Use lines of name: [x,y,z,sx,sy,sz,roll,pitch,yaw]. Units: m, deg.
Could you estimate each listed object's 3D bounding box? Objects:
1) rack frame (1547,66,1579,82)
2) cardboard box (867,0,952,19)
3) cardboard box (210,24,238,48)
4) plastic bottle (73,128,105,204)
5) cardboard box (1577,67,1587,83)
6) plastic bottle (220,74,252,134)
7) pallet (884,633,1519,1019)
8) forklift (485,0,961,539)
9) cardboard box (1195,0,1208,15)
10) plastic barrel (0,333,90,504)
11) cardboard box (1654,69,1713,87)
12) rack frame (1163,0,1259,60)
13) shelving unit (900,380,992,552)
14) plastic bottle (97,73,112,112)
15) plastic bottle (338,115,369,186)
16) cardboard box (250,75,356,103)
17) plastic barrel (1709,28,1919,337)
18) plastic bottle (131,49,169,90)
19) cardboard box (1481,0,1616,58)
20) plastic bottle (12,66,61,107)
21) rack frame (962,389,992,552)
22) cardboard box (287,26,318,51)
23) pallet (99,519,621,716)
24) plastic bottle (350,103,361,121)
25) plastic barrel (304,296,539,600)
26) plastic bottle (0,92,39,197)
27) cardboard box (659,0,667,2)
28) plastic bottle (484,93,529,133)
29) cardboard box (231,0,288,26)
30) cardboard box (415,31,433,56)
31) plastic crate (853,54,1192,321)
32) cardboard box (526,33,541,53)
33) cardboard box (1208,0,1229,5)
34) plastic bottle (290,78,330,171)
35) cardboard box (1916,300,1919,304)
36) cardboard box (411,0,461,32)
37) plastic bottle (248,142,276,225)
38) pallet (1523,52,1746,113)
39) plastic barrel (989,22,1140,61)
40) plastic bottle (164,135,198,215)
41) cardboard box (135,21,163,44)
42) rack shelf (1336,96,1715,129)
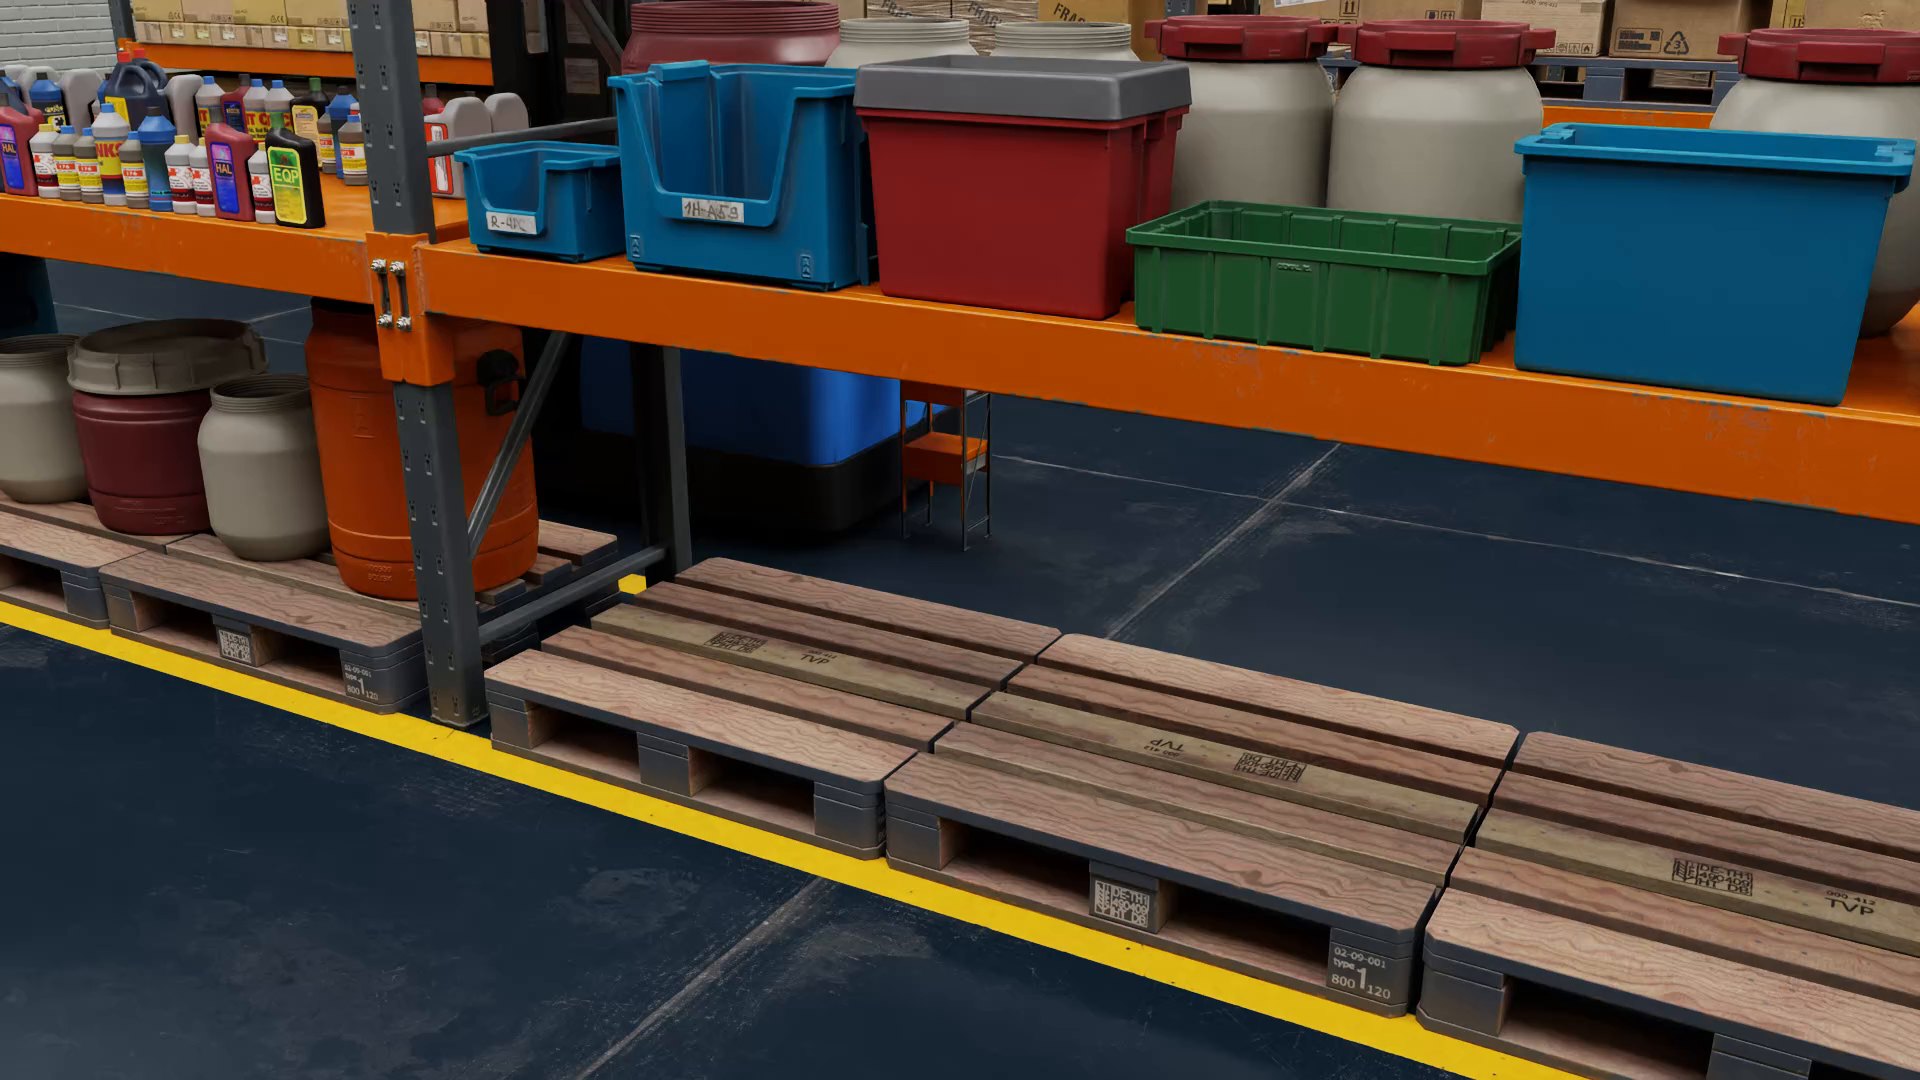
rack frame: [6.114,-5.481,16.576,0.127,3.000,1.000,11,23,27]
cardboard box: [-0.158,-2.756,8.917,0.500,0.500,0.500,10,22,26]
cardboard box: [-4.878,-3.458,11.367,0.250,0.149,0.380,10,22,26]
plastic bottle: [-2.414,-1.047,4.644,0.097,0.201,0.097,0,20,0]
cardboard box: [8.057,-5.988,21.023,0.500,0.500,0.500,12,23,29]
plastic bottle: [-2.342,-1.375,5.429,0.133,0.283,0.061,11,23,27]
pallet: [0.583,0.598,3.906,1.213,0.211,1.003,11,23,27]
forklift: [-1.542,-1.718,6.303,3.031,2.935,1.130,10,22,26]
cardboard box: [0.989,-2.739,8.872,0.500,0.500,0.500,12,23,29]
plastic barrel: [-3.093,-0.415,5.644,0.421,0.512,0.421,0,20,0]
cardboard box: [9.069,-5.932,20.687,0.625,0.625,0.875,12,23,29]
rack frame: [1.281,-2.531,8.443,0.127,3.000,1.000,11,23,27]
shelving unit: [-0.047,-0.502,5.711,0.252,1.050,0.215,11,23,27]
plastic bottle: [-2.845,-1.435,5.610,0.097,0.271,0.097,0,20,0]
plastic bottle: [-1.804,-1.168,4.976,0.097,0.201,0.097,0,20,0]
cardboard box: [-4.311,-2.826,11.756,0.875,0.875,0.875,11,23,27]
plastic barrel: [1.629,-0.679,3.139,0.433,0.535,0.433,0,20,0]
plastic bottle: [-2.703,-1.460,5.562,0.185,0.351,0.144,11,23,27]
cardboard box: [2.632,-2.310,7.439,0.500,0.250,0.500,10,22,26]
plastic bottle: [-3.249,-1.527,5.857,0.135,0.276,0.152,11,23,27]
rack frame: [0.060,-0.482,5.655,0.008,1.050,0.200,11,23,27]
cardboard box: [-4.211,-3.330,11.015,0.250,0.149,0.380,10,22,26]
pallet: [-1.844,0.136,5.180,1.213,0.211,1.003,11,23,27]
plastic bottle: [-1.759,-1.243,5.075,0.135,0.276,0.152,11,23,27]
plastic barrel: [-1.570,-0.310,4.887,0.708,0.830,0.600,11,23,27]
plastic bottle: [-2.694,-1.132,4.757,0.133,0.283,0.061,11,23,27]
cardboard box: [-1.493,-3.009,9.614,0.500,0.500,0.500,11,23,27]
plastic bottle: [-1.355,-1.166,4.863,0.135,0.276,0.152,11,23,27]
cardboard box: [-4.522,-3.601,11.177,0.500,0.250,0.500,10,22,26]
cardboard box: [-3.311,-3.159,10.544,0.250,0.149,0.380,11,23,28]
plastic crate: [0.127,-0.726,3.375,0.583,0.464,0.402,11,23,27]
cardboard box: [-2.637,-3.031,10.190,0.250,0.149,0.380,11,23,28]
cardboard box: [2.016,-4.230,12.879,0.250,0.149,0.380,12,23,29]
plastic bottle: [-2.055,-1.321,5.278,0.133,0.283,0.061,11,23,27]
cardboard box: [4.247,-1.006,7.259,0.500,0.500,0.700,9,22,23]
cardboard box: [-3.178,-3.346,10.474,0.500,0.250,0.500,12,23,29]
plastic bottle: [-1.788,-0.928,4.315,0.097,0.201,0.097,0,20,0]
pallet: [3.029,-2.123,7.601,1.213,0.211,1.003,11,23,27]
plastic barrel: [0.235,-0.931,3.869,0.421,0.512,0.421,0,20,0]
plastic bottle: [-2.074,-0.982,4.465,0.097,0.201,0.097,0,20,0]
cardboard box: [-5.555,-3.586,11.720,0.250,0.149,0.380,11,23,28]
rack shelf: [3.027,-1.860,7.648,4.000,0.370,1.077,11,23,27]
